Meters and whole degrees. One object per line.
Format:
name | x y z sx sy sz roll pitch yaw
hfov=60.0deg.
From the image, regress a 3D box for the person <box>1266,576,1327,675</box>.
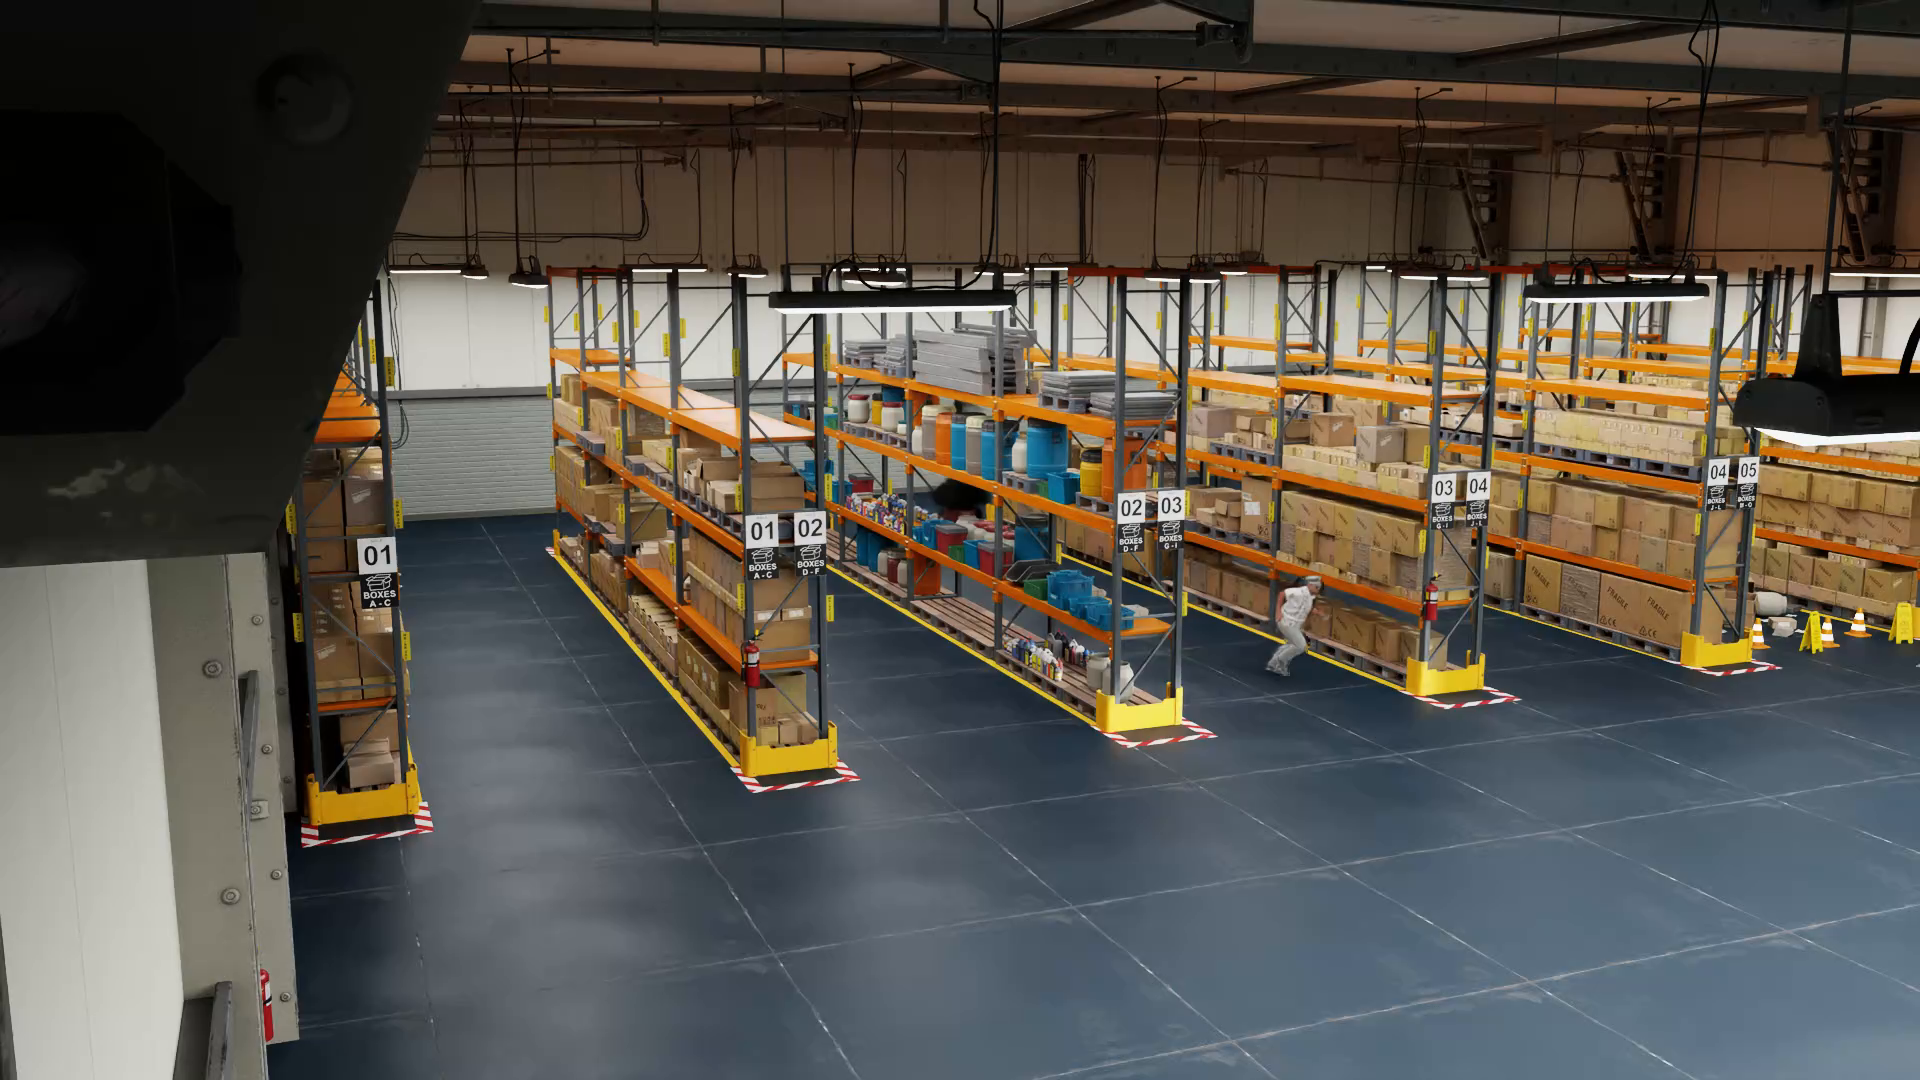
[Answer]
person | 4.977 1.277 24.741 0.939 1.572 0.699 8 13 39
